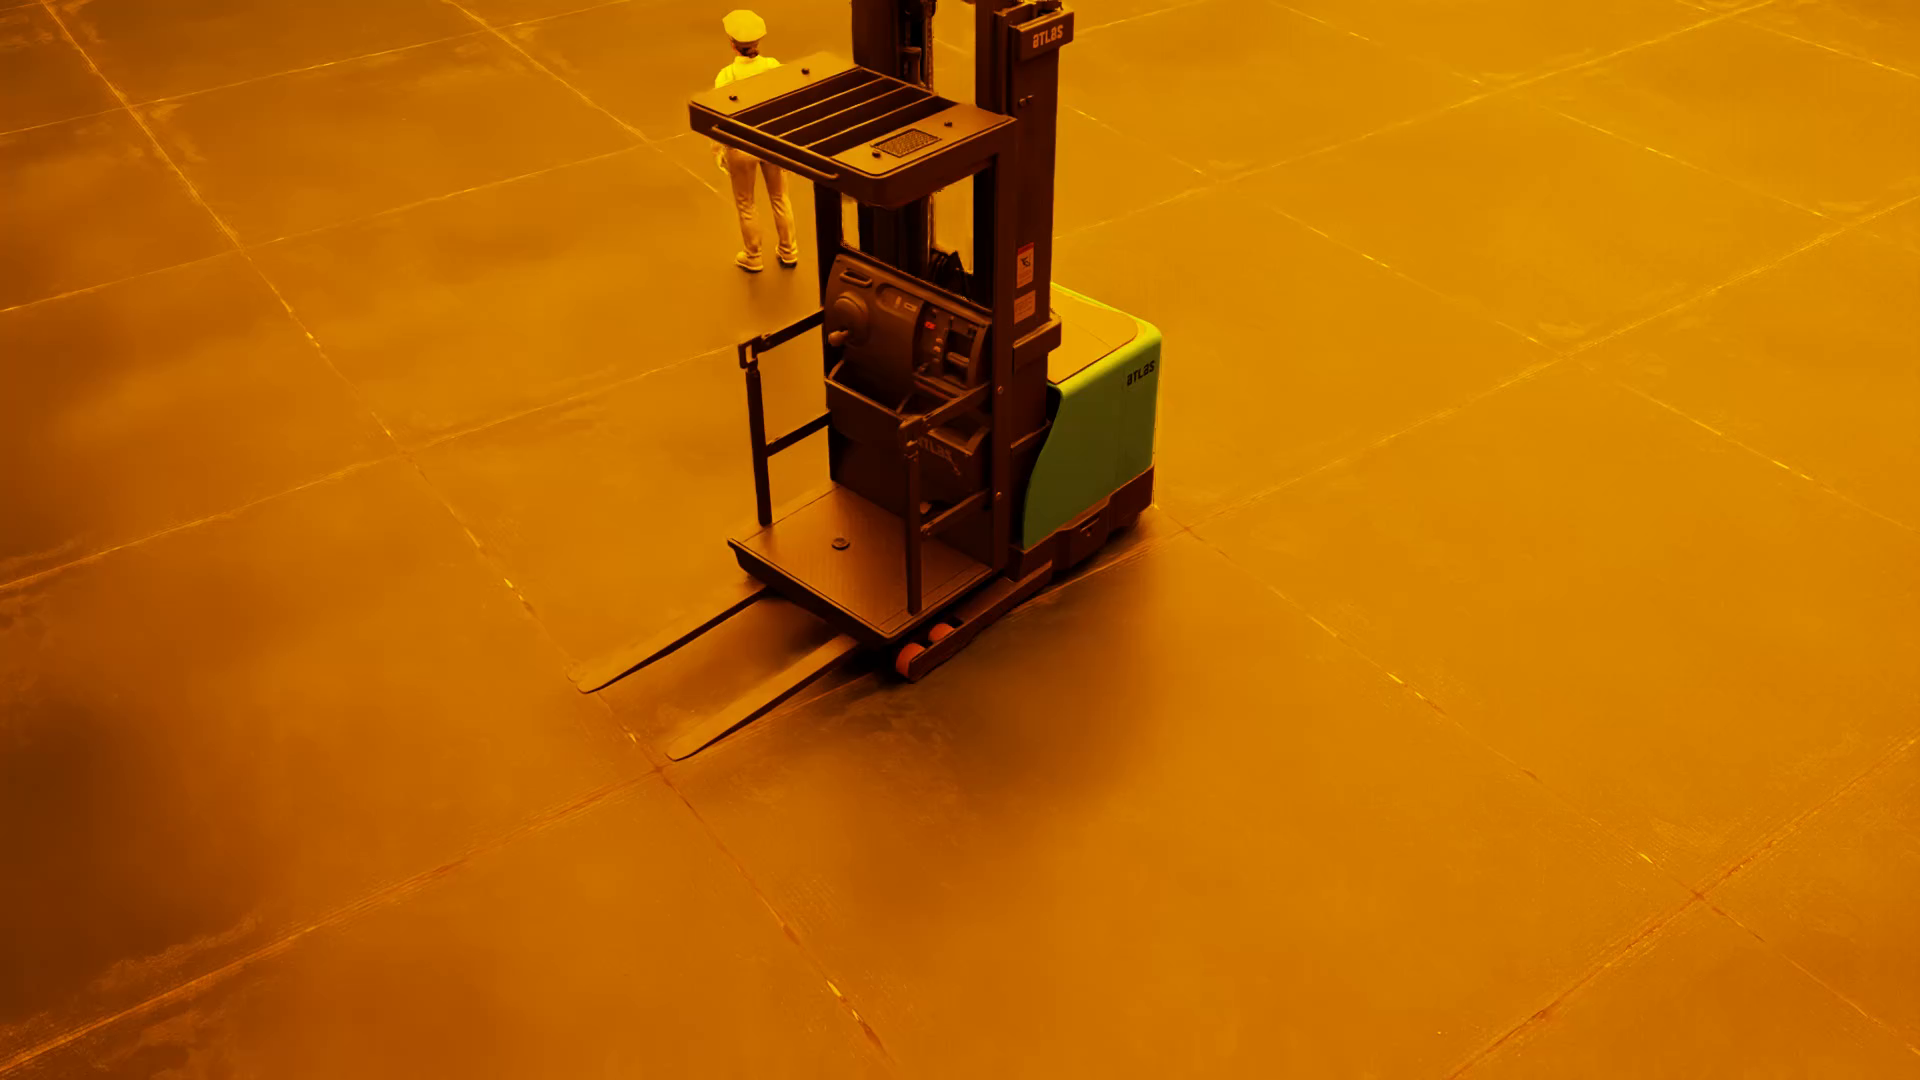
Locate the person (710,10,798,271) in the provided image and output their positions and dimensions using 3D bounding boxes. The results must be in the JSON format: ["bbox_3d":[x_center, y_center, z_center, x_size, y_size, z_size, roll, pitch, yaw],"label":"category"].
[{"bbox_3d":[-1.278,-2.454,10.313,0.571,1.708,0.467,-13,38,-17],"label":"person"}]

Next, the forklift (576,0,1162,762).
[{"bbox_3d":[-0.384,-0.887,7.144,1.130,2.935,3.031,29,45,33],"label":"forklift"}]
